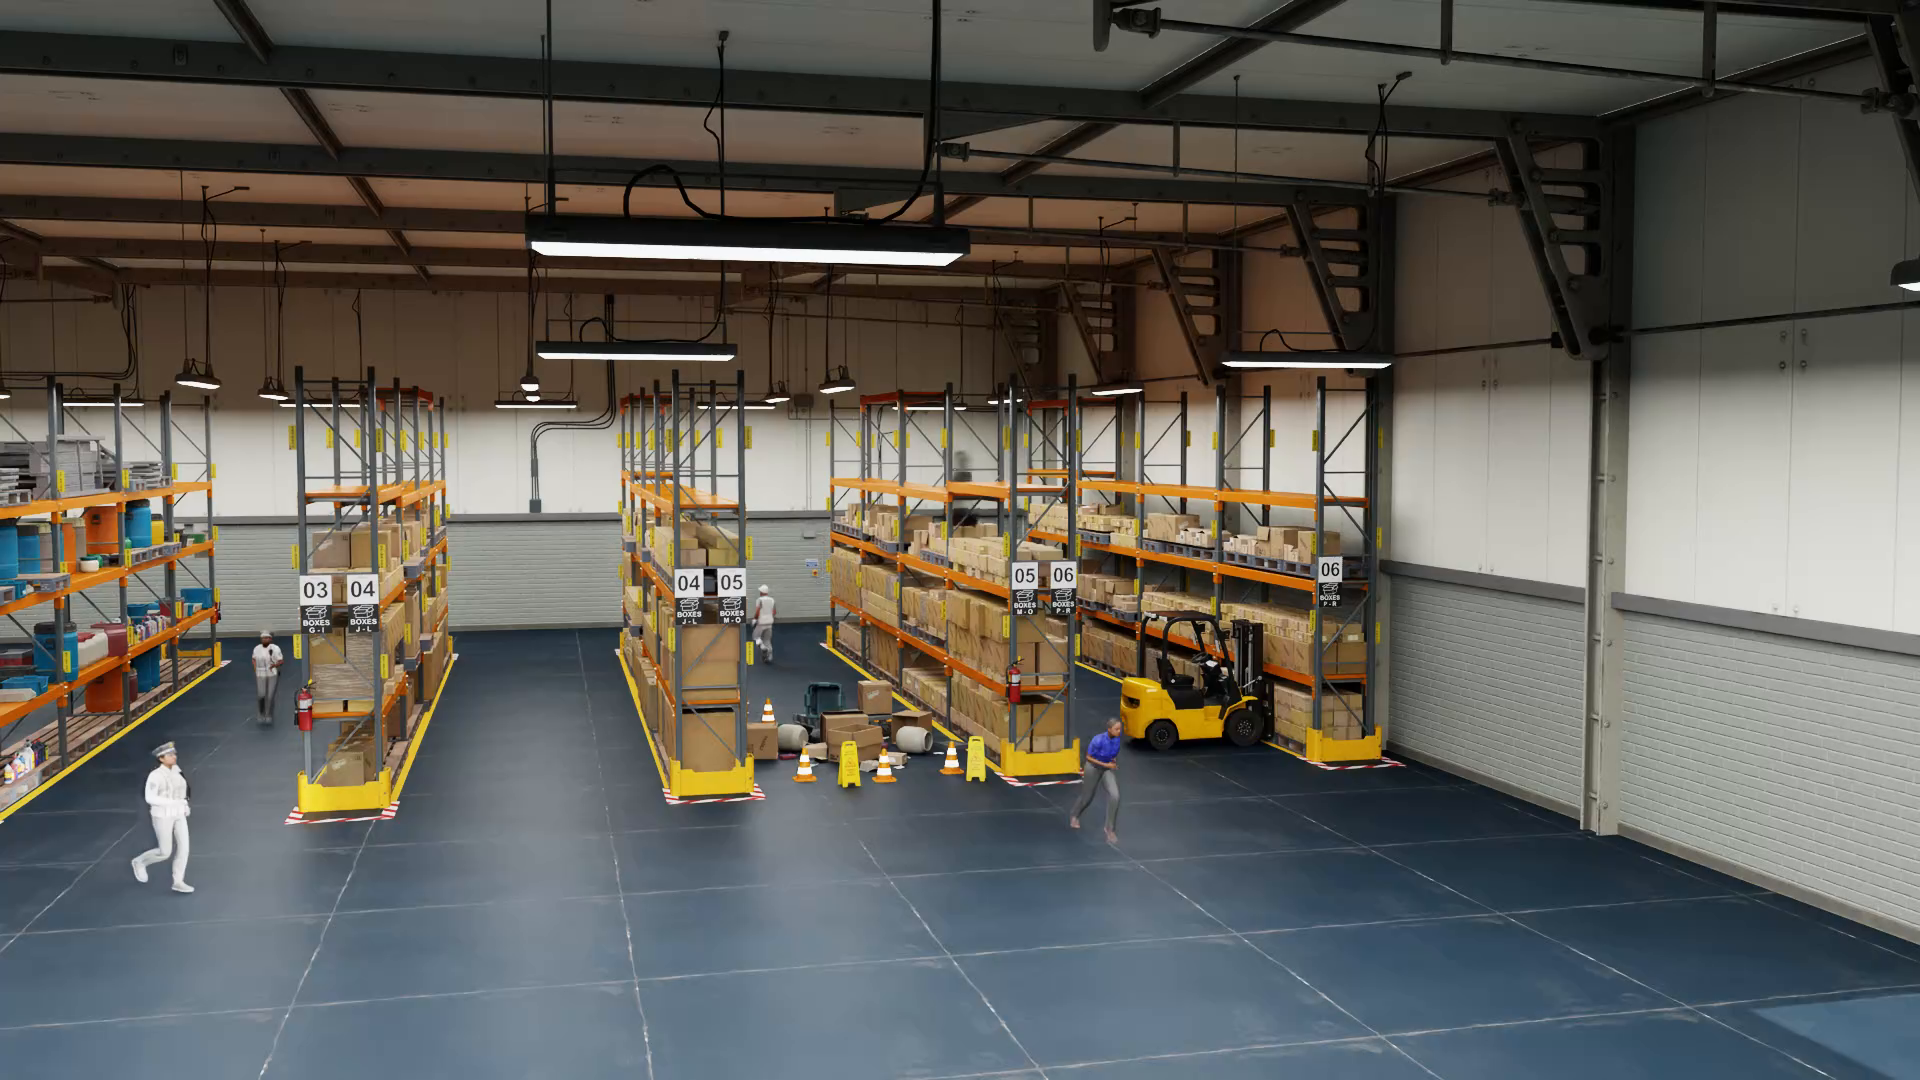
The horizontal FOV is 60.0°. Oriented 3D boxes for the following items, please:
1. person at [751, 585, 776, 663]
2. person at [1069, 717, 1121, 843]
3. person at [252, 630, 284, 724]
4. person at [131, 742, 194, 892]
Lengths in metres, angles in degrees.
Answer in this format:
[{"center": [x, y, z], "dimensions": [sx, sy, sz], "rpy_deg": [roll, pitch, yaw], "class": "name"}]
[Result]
[{"center": [-4.465, 1.886, 37.579], "dimensions": [0.661, 1.735, 0.642], "rpy_deg": [-3, 4, -39], "class": "person"}, {"center": [1.727, 2.993, 21.043], "dimensions": [0.619, 1.614, 0.958], "rpy_deg": [-2, 4, -36], "class": "person"}, {"center": [-12.218, 2.414, 29.325], "dimensions": [0.555, 1.679, 0.632], "rpy_deg": [-1, 4, -15], "class": "person"}, {"center": [-8.834, 3.061, 18.470], "dimensions": [0.744, 1.664, 0.615], "rpy_deg": [1, 4, 15], "class": "person"}]
